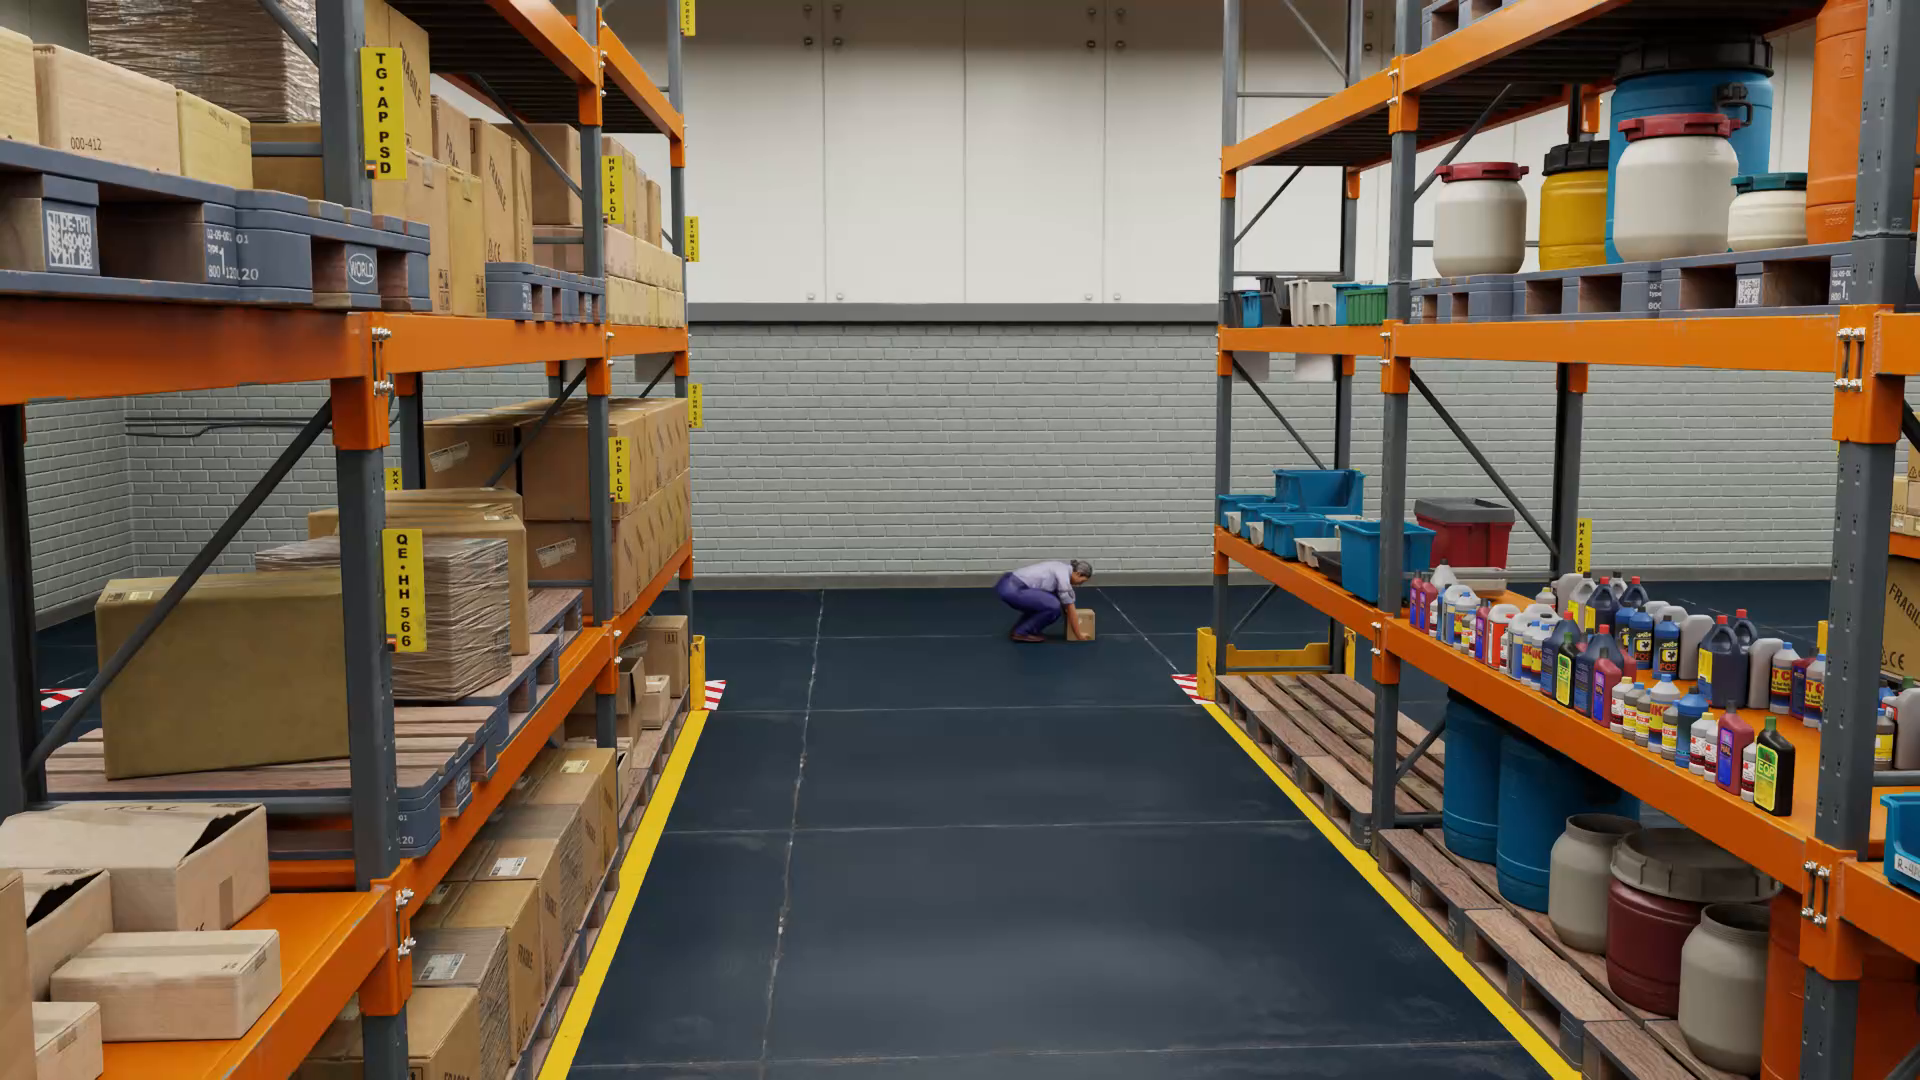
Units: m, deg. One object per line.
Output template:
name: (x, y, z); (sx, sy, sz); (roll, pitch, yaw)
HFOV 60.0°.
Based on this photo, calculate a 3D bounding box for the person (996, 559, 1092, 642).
person: (0.772, 0.551, 15.161); (0.885, 0.746, 0.507); (-1, 7, -5)
